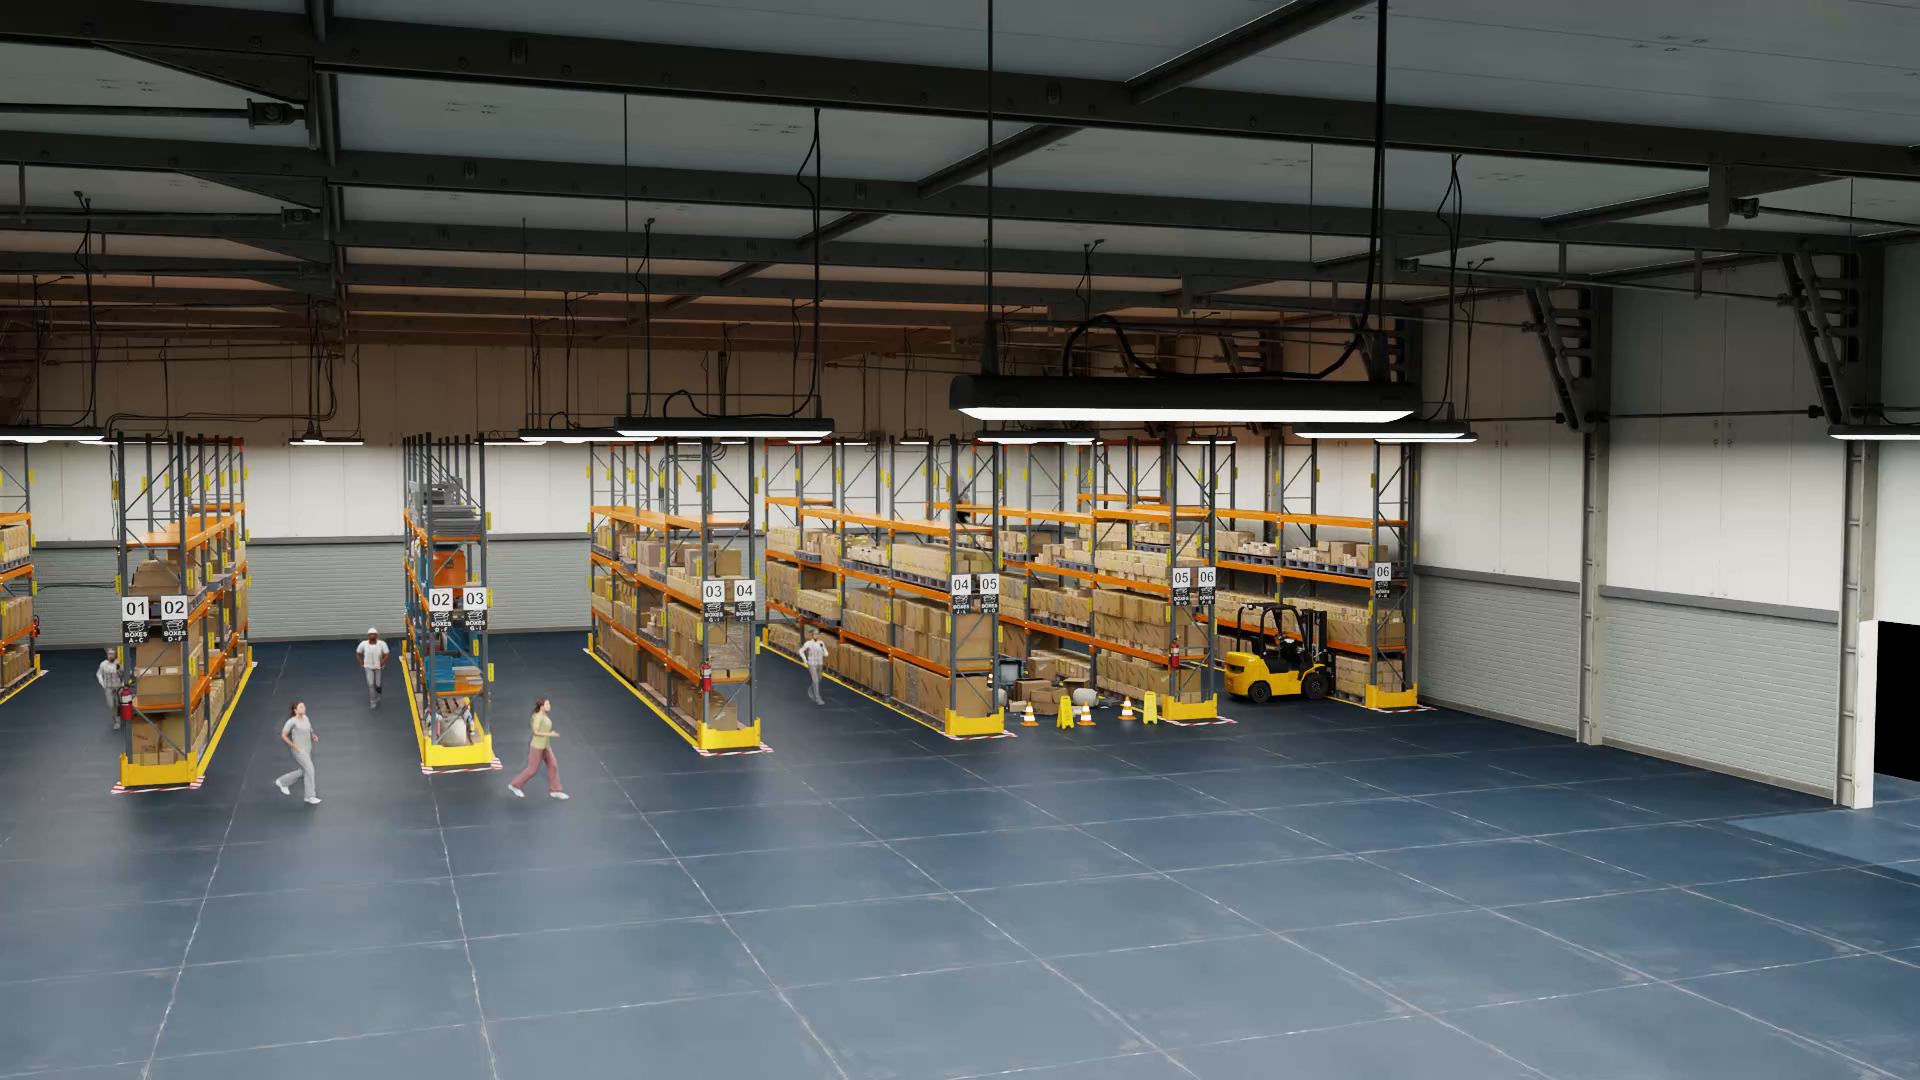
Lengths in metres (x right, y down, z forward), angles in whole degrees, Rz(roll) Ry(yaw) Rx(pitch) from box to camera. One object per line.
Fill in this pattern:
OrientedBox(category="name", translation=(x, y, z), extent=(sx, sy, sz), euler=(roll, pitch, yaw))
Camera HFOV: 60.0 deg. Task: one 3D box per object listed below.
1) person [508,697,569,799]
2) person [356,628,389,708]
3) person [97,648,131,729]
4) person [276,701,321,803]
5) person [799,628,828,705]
OrientedBox(category="person", translation=(-6.849, 3.379, 26.976), extent=(0.967, 1.668, 0.549), euler=(0, 3, 4))
OrientedBox(category="person", translation=(-12.990, 2.815, 36.782), extent=(0.708, 1.745, 0.714), euler=(-1, 3, -18))
OrientedBox(category="person", translation=(-17.355, 3.015, 34.110), extent=(0.639, 1.662, 0.547), euler=(-1, 3, -16))
OrientedBox(category="person", translation=(-10.695, 3.413, 26.872), extent=(0.785, 1.664, 0.563), euler=(1, 3, 12))
OrientedBox(category="person", translation=(-3.239, 2.798, 37.175), extent=(0.614, 1.676, 0.937), euler=(-2, 4, -33))
